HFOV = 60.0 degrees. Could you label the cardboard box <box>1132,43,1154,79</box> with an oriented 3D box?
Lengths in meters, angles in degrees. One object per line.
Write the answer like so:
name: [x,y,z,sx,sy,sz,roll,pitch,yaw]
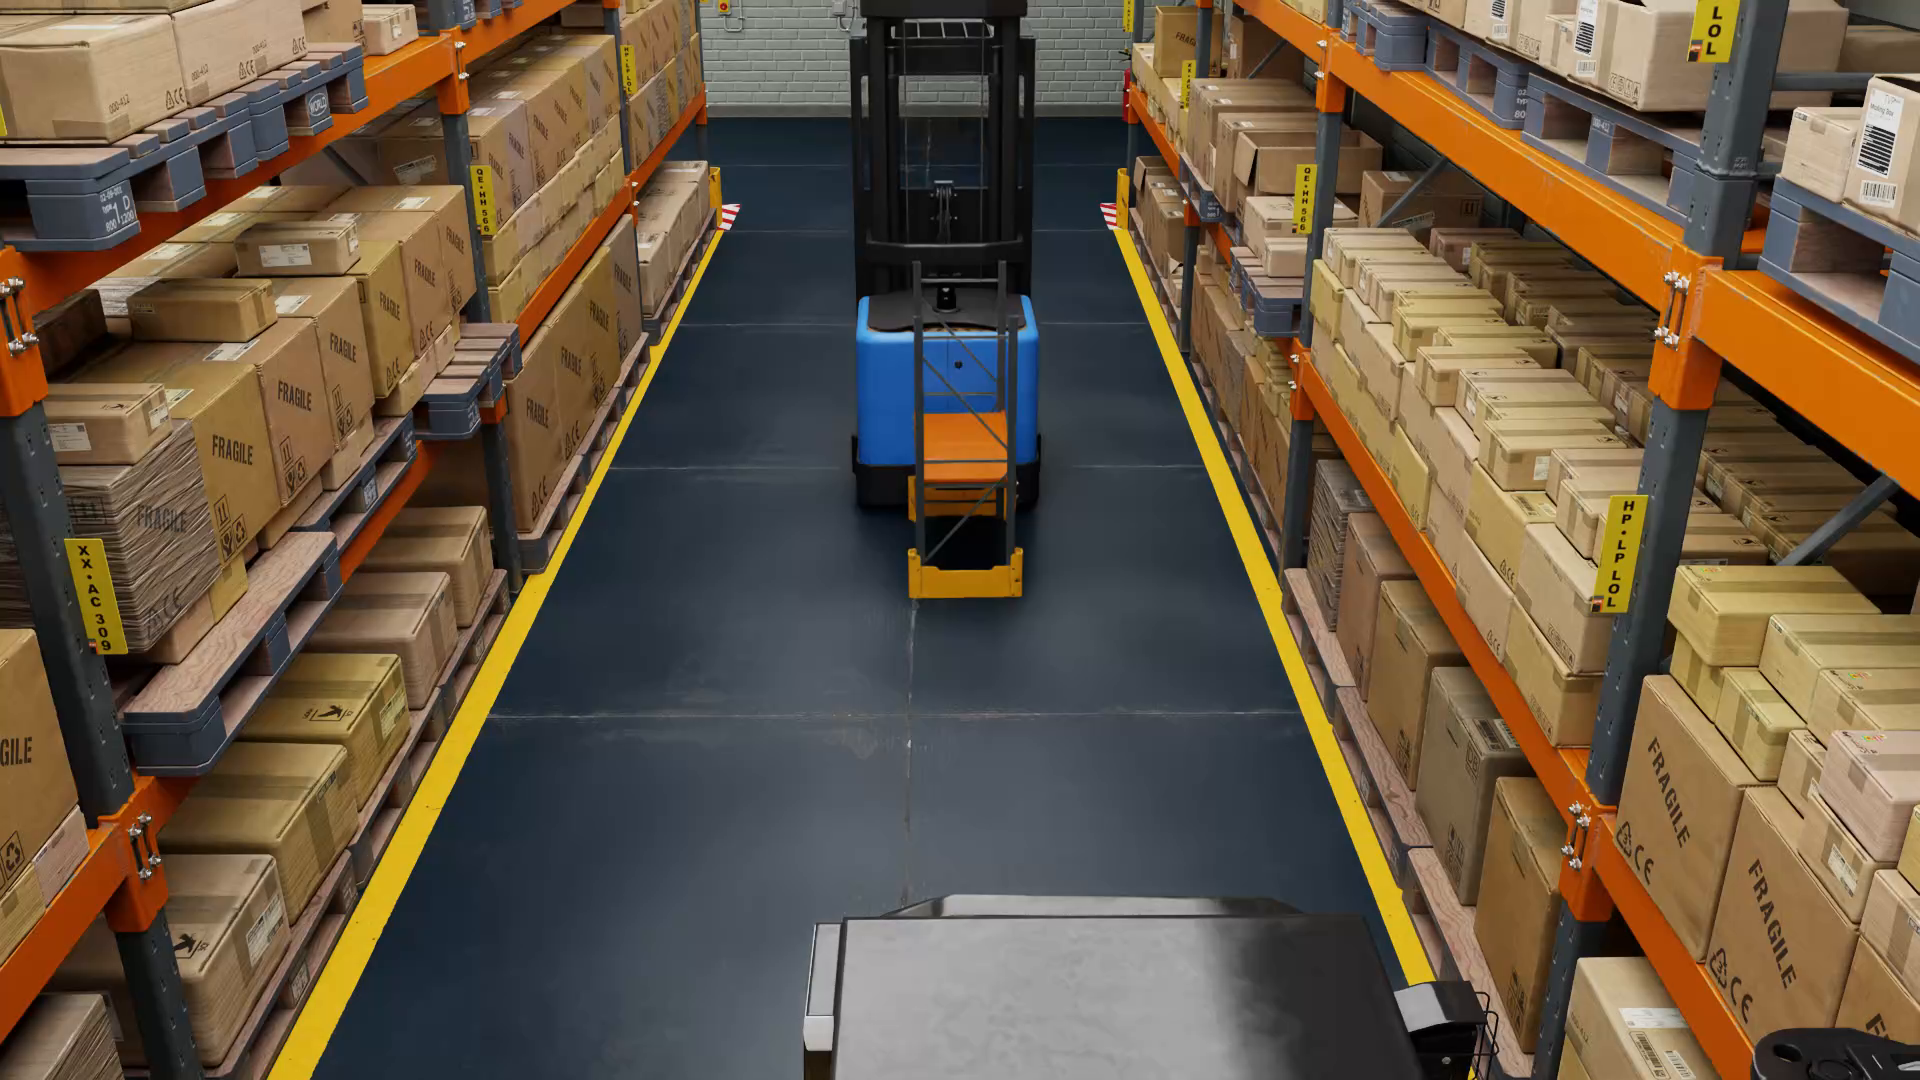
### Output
cardboard box: [1.822,-4.301,14.941,0.500,0.250,0.500,0,24,0]

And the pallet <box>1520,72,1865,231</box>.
pallet: [2.195,-1.120,4.679,0.805,0.209,1.217,-1,24,-3]

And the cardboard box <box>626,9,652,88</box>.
cardboard box: [-2.595,-3.657,12.361,0.500,0.500,0.500,-1,24,-1]

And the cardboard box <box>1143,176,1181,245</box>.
cardboard box: [1.969,-2.870,14.479,0.700,0.500,0.500,1,24,2]

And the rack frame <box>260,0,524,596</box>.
rack frame: [-2.789,-1.102,8.046,1.000,3.000,0.127,0,24,-1]

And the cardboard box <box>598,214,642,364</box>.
cardboard box: [-2.746,-1.718,11.478,0.875,0.875,0.875,0,24,1]

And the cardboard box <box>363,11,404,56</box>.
cardboard box: [-2.565,-2.123,6.969,0.380,0.149,0.250,0,24,-1]

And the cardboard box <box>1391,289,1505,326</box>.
cardboard box: [1.964,-0.907,6.708,0.380,0.149,0.250,0,24,0]

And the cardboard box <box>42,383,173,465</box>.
cardboard box: [-2.397,-0.317,4.532,0.380,0.149,0.250,0,24,-1]

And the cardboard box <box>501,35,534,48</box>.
cardboard box: [-3.115,-3.069,11.060,0.500,0.500,0.500,0,24,0]

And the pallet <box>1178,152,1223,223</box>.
pallet: [2.030,-2.357,11.054,1.003,0.211,1.213,0,24,-1]

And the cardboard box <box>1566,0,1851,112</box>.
cardboard box: [1.966,-1.338,4.405,0.500,0.311,0.500,-1,24,-2]

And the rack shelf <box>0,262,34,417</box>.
rack shelf: [-2.724,0.332,2.110,1.077,0.370,4.000,0,24,-1]

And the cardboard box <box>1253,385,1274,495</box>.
cardboard box: [1.960,-0.558,9.367,0.500,0.500,0.500,-1,24,-1]

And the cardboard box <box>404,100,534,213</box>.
cardboard box: [-2.565,-2.012,8.723,0.500,0.500,0.500,0,24,0]

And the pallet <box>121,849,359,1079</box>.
pallet: [-2.755,1.496,5.686,1.003,0.211,1.213,0,24,-1]

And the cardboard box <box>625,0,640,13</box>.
cardboard box: [-2.582,-3.991,12.313,0.380,0.149,0.250,0,24,-1]

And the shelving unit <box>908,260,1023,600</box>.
shelving unit: [0.013,-0.602,8.762,0.587,1.500,1.083,-1,24,-2]

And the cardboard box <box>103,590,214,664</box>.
cardboard box: [-2.436,0.240,4.874,0.380,0.149,0.250,0,24,0]

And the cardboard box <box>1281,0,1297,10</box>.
cardboard box: [1.920,-2.842,8.435,0.500,0.250,0.500,0,24,0]

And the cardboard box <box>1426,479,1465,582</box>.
cardboard box: [1.965,-0.028,5.853,0.500,0.250,0.500,0,24,0]

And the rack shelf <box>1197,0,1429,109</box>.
rack shelf: [2.152,-2.989,9.451,1.077,0.370,4.000,0,24,-1]

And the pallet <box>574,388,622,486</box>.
pallet: [-2.733,-0.658,10.449,1.003,0.211,1.213,0,24,-1]

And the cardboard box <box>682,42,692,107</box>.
cardboard box: [-2.616,-4.040,14.420,0.500,0.500,0.500,-1,24,-2]

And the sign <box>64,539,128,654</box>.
sign: [-2.203,0.146,4.236,0.100,0.325,0.005,0,24,-1]

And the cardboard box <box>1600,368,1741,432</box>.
cardboard box: [2.467,-0.490,5.785,0.380,0.149,0.250,0,24,-1]

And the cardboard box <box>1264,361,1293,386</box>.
cardboard box: [1.923,-0.897,9.330,0.380,0.149,0.250,-1,24,-2]

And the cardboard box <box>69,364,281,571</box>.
cardboard box: [-2.470,-0.227,5.120,0.500,0.500,0.500,0,24,0]

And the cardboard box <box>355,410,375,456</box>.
cardboard box: [-2.454,-0.407,6.304,0.380,0.149,0.250,-1,24,-2]

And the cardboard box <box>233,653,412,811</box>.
cardboard box: [-2.774,0.753,6.623,0.950,0.372,0.625,1,24,1]

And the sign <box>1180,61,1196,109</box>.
sign: [1.588,-3.163,11.553,0.100,0.325,0.005,0,24,-1]

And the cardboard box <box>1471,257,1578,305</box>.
cardboard box: [2.437,-1.119,7.177,0.380,0.149,0.250,0,24,-1]

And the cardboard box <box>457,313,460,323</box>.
cardboard box: [-2.550,-1.045,7.715,0.380,0.149,0.250,1,24,1]

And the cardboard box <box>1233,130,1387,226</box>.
cardboard box: [1.971,-2.036,9.477,0.797,0.503,0.637,-1,24,-2]

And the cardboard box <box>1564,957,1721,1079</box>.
cardboard box: [1.909,1.329,4.285,0.500,0.250,0.500,-1,24,-1]

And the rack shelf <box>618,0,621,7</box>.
rack shelf: [-2.855,-4.613,13.043,1.077,0.370,4.000,0,24,-1]

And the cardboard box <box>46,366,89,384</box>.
cardboard box: [-2.987,-0.220,5.104,0.500,0.500,0.500,0,24,0]

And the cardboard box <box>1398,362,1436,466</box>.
cardboard box: [1.958,-0.469,6.222,0.500,0.250,0.500,0,24,0]

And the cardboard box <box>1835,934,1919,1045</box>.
cardboard box: [1.990,1.084,3.092,0.500,0.500,0.500,0,24,-1]

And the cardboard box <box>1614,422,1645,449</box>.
cardboard box: [2.479,-0.266,5.773,0.500,0.250,0.500,-1,24,-2]

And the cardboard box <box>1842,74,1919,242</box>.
cardboard box: [1.983,-0.697,2.987,0.500,0.311,0.500,0,24,1]

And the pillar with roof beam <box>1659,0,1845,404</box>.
pillar with roof beam: [-1.215,-3.307,5.641,9.100,9.000,0.400,0,24,-1]

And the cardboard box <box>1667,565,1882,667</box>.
cardboard box: [1.925,0.179,3.946,0.380,0.149,0.250,0,24,1]

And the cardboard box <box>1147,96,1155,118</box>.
cardboard box: [1.780,-3.640,13.963,0.380,0.149,0.250,-1,24,-2]

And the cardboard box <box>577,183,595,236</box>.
cardboard box: [-2.585,-2.080,10.391,0.500,0.250,0.500,-1,24,-2]

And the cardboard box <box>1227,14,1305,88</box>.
cardboard box: [2.380,-3.798,12.918,0.500,0.500,0.500,-1,24,-2]

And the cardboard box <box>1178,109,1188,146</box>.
cardboard box: [1.881,-3.050,12.175,0.500,0.250,0.500,0,24,1]

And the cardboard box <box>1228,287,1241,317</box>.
cardboard box: [1.945,-1.537,10.746,0.380,0.149,0.250,0,24,-1]

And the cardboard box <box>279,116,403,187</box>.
cardboard box: [-3.056,-1.815,8.288,0.500,0.500,0.500,-1,24,-2]

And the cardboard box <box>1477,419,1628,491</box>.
cardboard box: [1.886,-0.273,5.306,0.380,0.149,0.250,-1,24,-2]

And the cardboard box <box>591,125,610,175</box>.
cardboard box: [-2.572,-2.523,10.764,0.500,0.250,0.500,0,24,1]

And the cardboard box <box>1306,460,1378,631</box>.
cardboard box: [2.167,0.022,7.933,0.875,0.625,0.625,1,24,1]

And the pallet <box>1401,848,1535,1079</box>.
pallet: [2.171,1.490,5.700,1.003,0.211,1.213,0,24,-1]

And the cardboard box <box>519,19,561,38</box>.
cardboard box: [-3.114,-3.444,11.891,0.500,0.500,0.500,0,24,-1]

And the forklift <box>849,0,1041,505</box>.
forklift: [-0.110,-2.101,10.339,1.130,2.935,3.031,-1,24,-2]

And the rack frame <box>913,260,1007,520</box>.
rack frame: [-0.001,-0.808,9.217,0.500,1.500,0.032,-1,24,-2]
